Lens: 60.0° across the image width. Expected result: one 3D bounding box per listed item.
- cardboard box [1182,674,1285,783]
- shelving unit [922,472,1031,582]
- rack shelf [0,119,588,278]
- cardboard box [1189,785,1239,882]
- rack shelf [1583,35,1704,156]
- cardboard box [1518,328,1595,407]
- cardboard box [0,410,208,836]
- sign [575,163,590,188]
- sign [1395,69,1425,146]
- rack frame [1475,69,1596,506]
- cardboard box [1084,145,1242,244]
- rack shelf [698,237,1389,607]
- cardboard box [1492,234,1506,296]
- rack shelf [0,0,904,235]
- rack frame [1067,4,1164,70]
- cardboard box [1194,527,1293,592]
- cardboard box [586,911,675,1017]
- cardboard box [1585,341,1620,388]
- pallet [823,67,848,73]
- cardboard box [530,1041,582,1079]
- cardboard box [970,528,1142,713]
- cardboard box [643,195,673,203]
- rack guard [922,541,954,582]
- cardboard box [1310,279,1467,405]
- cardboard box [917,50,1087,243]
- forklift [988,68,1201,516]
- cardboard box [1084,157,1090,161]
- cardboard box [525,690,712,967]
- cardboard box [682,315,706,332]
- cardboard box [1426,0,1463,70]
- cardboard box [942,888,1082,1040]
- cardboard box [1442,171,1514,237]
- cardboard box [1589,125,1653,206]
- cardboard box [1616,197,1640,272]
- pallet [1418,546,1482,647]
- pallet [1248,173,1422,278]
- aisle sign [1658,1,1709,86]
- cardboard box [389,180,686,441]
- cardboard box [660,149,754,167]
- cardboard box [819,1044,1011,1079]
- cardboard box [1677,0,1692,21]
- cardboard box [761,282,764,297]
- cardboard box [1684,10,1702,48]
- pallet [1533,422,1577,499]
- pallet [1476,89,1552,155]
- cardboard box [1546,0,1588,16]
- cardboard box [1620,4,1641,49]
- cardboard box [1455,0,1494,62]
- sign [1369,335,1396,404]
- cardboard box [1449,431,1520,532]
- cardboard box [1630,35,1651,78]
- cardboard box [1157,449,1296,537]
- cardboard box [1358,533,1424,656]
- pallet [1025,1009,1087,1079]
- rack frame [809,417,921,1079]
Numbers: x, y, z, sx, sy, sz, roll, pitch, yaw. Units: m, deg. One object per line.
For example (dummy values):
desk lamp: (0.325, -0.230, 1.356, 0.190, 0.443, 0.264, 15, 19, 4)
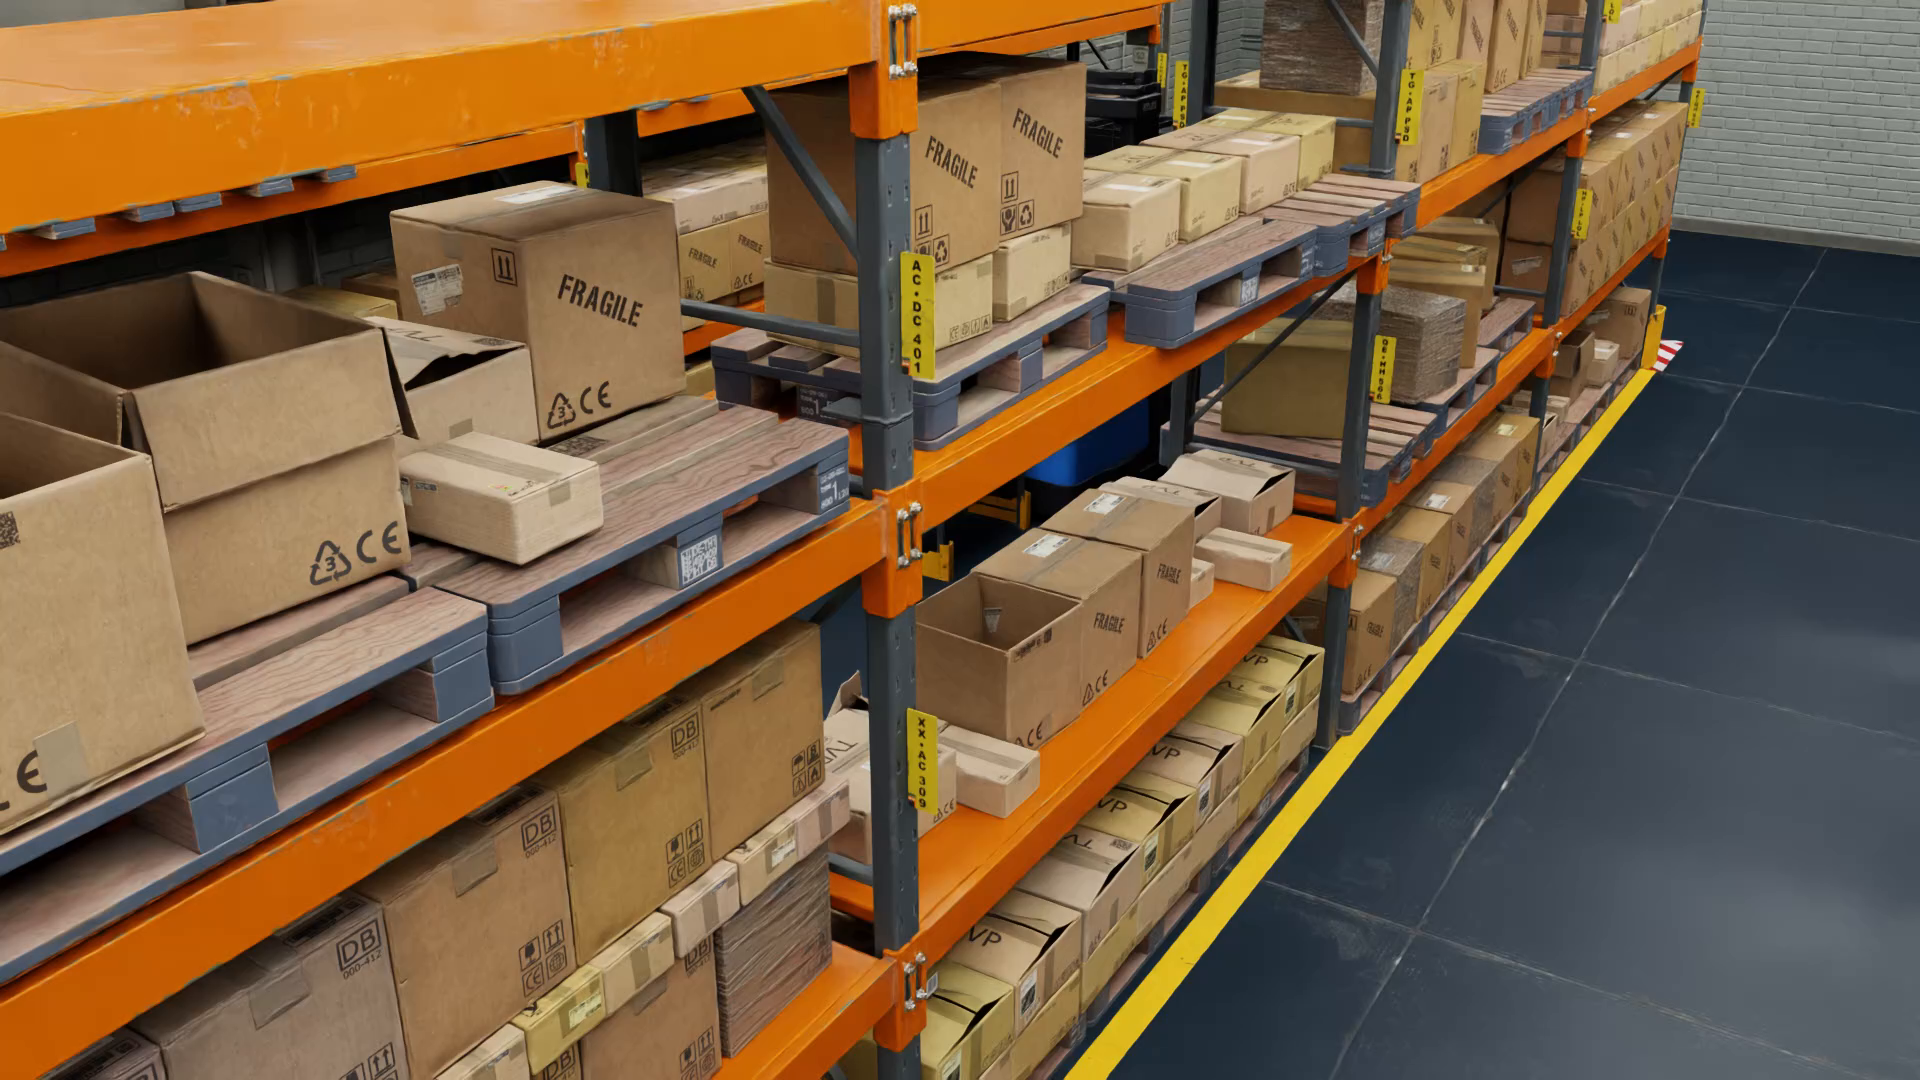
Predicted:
cardboard box: (1.194, 0.826, 7.792, 0.500, 0.311, 0.500, 13, 27, 28)
shelving unit: (-0.040, -0.663, 10.893, 0.587, 1.500, 1.083, 14, 27, 29)
rack shelf: (-3.736, -1.799, 8.760, 1.077, 0.370, 4.000, 14, 27, 29)
cardboard box: (0.922, 1.251, 7.517, 0.500, 0.250, 0.500, 15, 27, 30)
rack shelf: (4.694, -3.462, 12.602, 1.077, 0.370, 4.000, 14, 27, 29)
cardboard box: (4.626, -1.432, 13.371, 0.797, 0.503, 0.637, 14, 27, 29)
cardboard box: (-1.582, 0.127, 2.575, 0.500, 0.500, 0.500, 14, 27, 29)
sign: (-1.047, -0.909, 4.752, 0.100, 0.325, 0.005, 14, 27, 29)
sign: (1.997, -1.922, 7.387, 0.100, 0.325, 0.005, 14, 27, 29)
rack frame: (3.639, -1.741, 11.495, 1.000, 3.000, 0.127, 14, 27, 29)
cardboard box: (0.765, -1.355, 6.488, 0.500, 0.250, 0.500, 13, 27, 28)
rack shelf: (0.475, -0.762, 6.364, 1.077, 0.370, 4.000, 14, 27, 29)
cardboard box: (3.685, -2.009, 11.989, 0.500, 0.500, 0.500, 14, 27, 30)
rack shelf: (-1.635, -0.605, 2.729, 1.077, 0.370, 4.000, 14, 27, 29)
rack frame: (1.539, -4.128, 17.009, 1.000, 3.000, 0.127, 14, 27, 29)
cardboard box: (1.290, 0.086, 7.592, 0.380, 0.149, 0.250, 14, 27, 29)
cardboard box: (-0.948, 1.013, 4.191, 0.380, 0.149, 0.250, 14, 27, 29)
cardboard box: (5.145, -1.481, 13.803, 0.500, 0.250, 0.500, 14, 27, 29)
pallet: (-1.013, -3.747, 12.594, 0.805, 0.209, 1.217, 13, 26, 27)
cardboard box: (-1.350, 1.412, 4.086, 0.700, 0.500, 0.500, 14, 27, 30)
cardboard box: (0.381, 0.311, 6.630, 0.500, 0.500, 0.500, 14, 27, 29)
cardboard box: (-2.207, -2.072, 10.791, 0.500, 0.250, 0.500, 15, 27, 30)
rack guard: (-0.303, 0.079, 10.753, 0.587, 0.250, 0.087, 14, 27, 29)
cardboard box: (2.411, -1.134, 9.440, 0.700, 0.500, 0.500, 20, 31, 39)
cardboard box: (0.059, -1.282, 5.377, 0.500, 0.500, 0.500, 17, 29, 34)
forklift: (1.219, -2.013, 12.211, 1.130, 2.935, 3.031, 16, 28, 33)
cardboard box: (0.904, -3.843, 15.974, 0.980, 0.700, 0.700, 14, 27, 29)
cardboard box: (-1.075, 0.640, 4.237, 0.700, 0.500, 0.500, 14, 27, 29)
cardboard box: (-1.958, -1.539, 11.321, 0.380, 0.149, 0.250, 15, 27, 31)
cardboard box: (2.303, -2.762, 8.695, 0.500, 0.500, 0.500, 14, 27, 29)
cardboard box: (0.118, 1.516, 6.199, 0.500, 0.311, 0.500, 14, 27, 28)
cardboard box: (3.686, -2.470, 11.796, 0.500, 0.500, 0.500, 14, 27, 29)
cardboard box: (4.942, -2.868, 12.714, 0.500, 0.500, 0.500, 15, 27, 31)
cardboard box: (4.940, -2.415, 12.928, 0.500, 0.500, 0.500, 13, 27, 28)
pallet: (2.600, 0.235, 10.442, 1.003, 0.211, 1.213, 14, 27, 29)
pallet: (1.247, -1.433, 7.246, 1.213, 0.211, 1.003, 15, 28, 31)
aisle sign: (6.046, -4.243, 14.002, 0.394, 0.787, 0.004, 14, 27, 29)
cardboard box: (-1.070, -0.605, 4.266, 0.500, 0.500, 0.500, 16, 28, 33)
cardboard box: (-1.844, -2.689, 12.217, 0.500, 0.250, 0.500, 13, 27, 28)
cardboard box: (-0.157, 1.944, 5.916, 0.500, 0.250, 0.500, 13, 27, 28)
cardboard box: (5.432, -4.232, 13.034, 0.500, 0.250, 0.500, 14, 27, 29)
cardboard box: (-1.511, -1.904, 12.163, 0.380, 0.149, 0.250, 14, 27, 29)
cardboard box: (5.702, -4.170, 13.520, 0.500, 0.250, 0.500, 14, 27, 29)
pallet: (4.003, -0.693, 12.584, 1.003, 0.211, 1.213, 14, 27, 29)
pallet: (2.691, -2.475, 9.652, 1.213, 0.211, 1.003, 14, 27, 29)
cardboard box: (3.864, -3.794, 11.078, 0.700, 0.500, 0.500, 14, 27, 29)
cardboard box: (4.369, -3.559, 11.479, 0.500, 0.250, 0.500, 14, 27, 29)
cardboard box: (2.610, -2.796, 9.378, 0.600, 0.600, 0.600, 13, 26, 27)
sign: (2.003, -0.807, 7.881, 0.100, 0.325, 0.005, 14, 27, 29)
cardboard box: (3.355, -0.404, 11.000, 0.500, 0.500, 0.500, 14, 27, 29)
cardboard box: (4.638, -3.497, 11.966, 0.500, 0.250, 0.500, 14, 27, 29)
cardboard box: (1.301, -0.236, 8.132, 0.500, 0.311, 0.500, 16, 28, 32)
cardboard box: (2.284, 0.283, 9.413, 0.500, 0.500, 0.500, 13, 27, 27)
pallet: (-0.225, 1.982, 6.405, 1.003, 0.211, 1.213, 14, 27, 29)
rack frame: (-0.580, 0.959, 5.258, 1.000, 3.000, 0.127, 14, 27, 29)
